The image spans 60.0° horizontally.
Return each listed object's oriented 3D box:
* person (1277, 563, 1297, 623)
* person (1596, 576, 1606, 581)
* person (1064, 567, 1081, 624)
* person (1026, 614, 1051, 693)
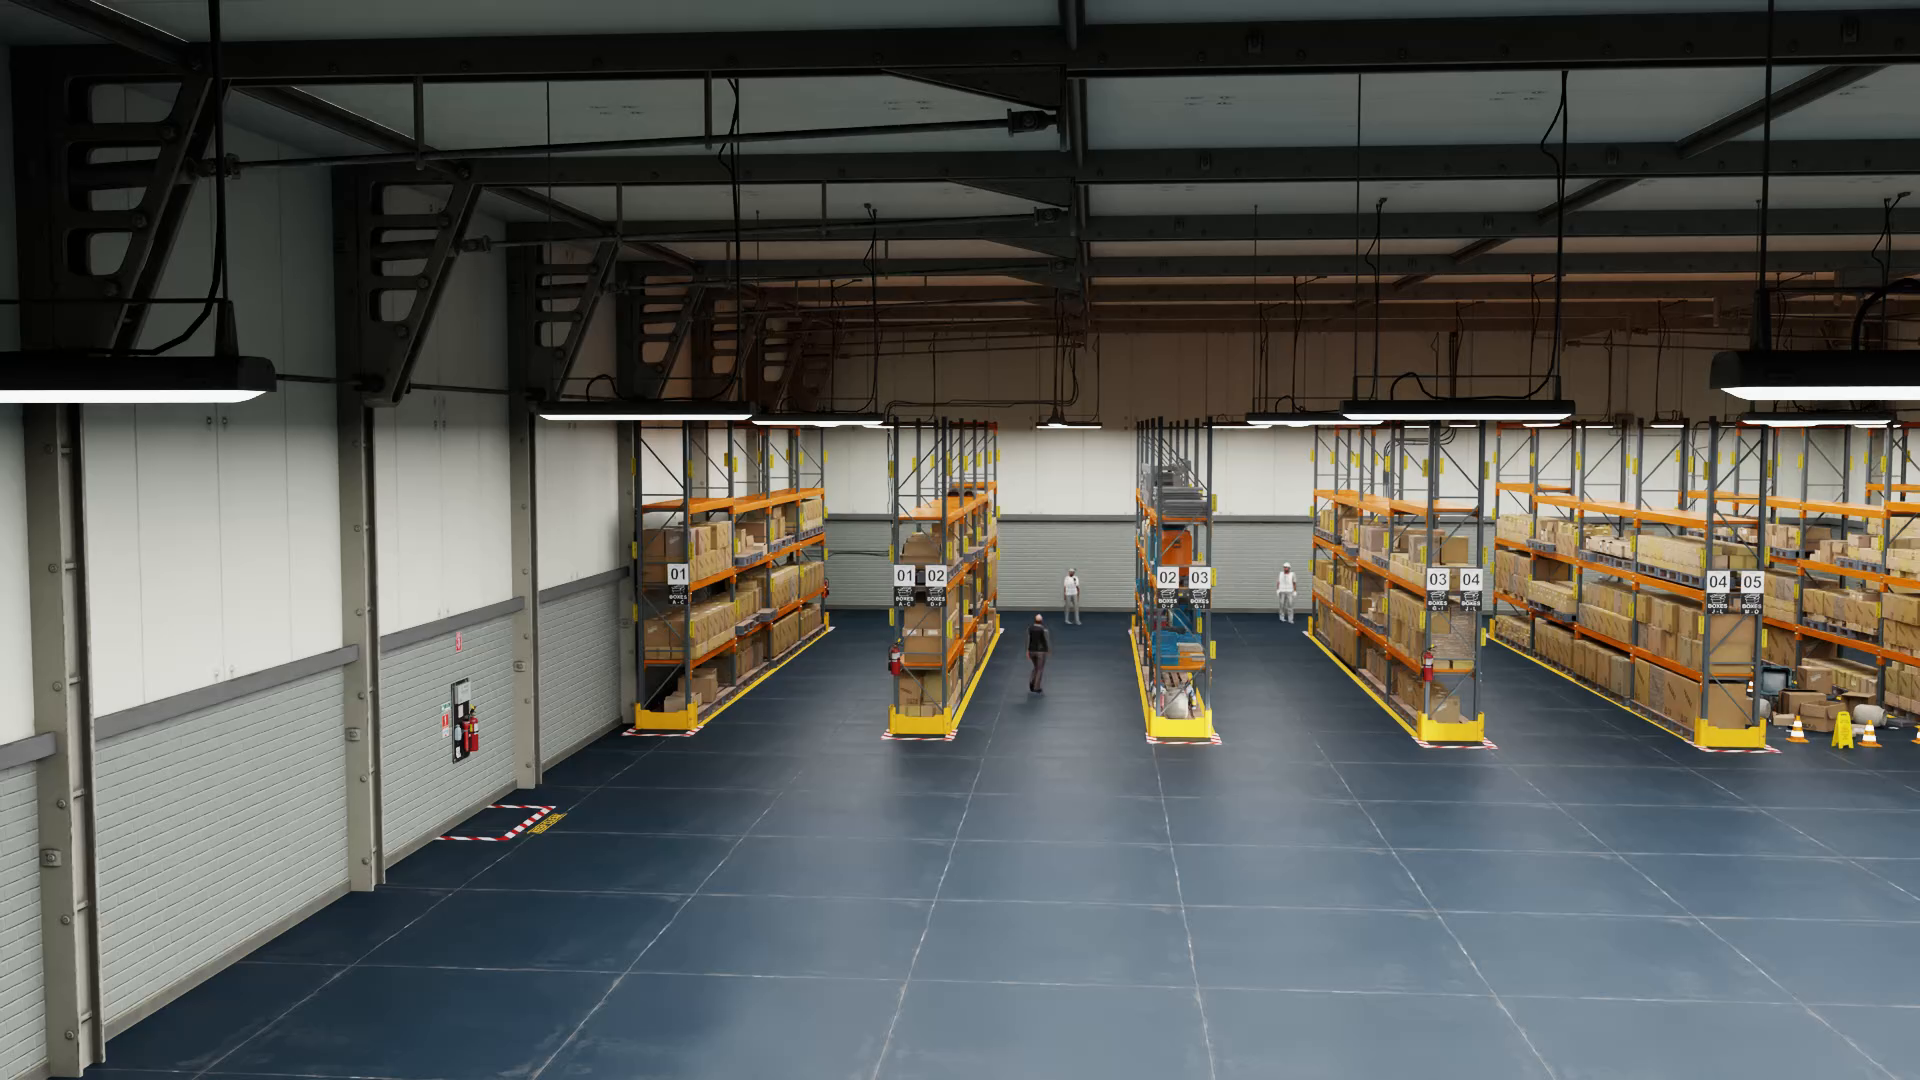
[{"bbox_3d":[9.817,1.583,49.955,0.583,1.800,0.540,0,4,4],"label":"person"},{"bbox_3d":[18.229,1.828,47.134,0.925,1.609,0.513,0,4,1],"label":"person"},{"bbox_3d":[3.343,1.652,49.478,0.448,1.688,0.532,-1,4,-15],"label":"person"},{"bbox_3d":[1.747,2.485,36.383,0.520,1.736,0.476,3,5,41],"label":"person"}]
